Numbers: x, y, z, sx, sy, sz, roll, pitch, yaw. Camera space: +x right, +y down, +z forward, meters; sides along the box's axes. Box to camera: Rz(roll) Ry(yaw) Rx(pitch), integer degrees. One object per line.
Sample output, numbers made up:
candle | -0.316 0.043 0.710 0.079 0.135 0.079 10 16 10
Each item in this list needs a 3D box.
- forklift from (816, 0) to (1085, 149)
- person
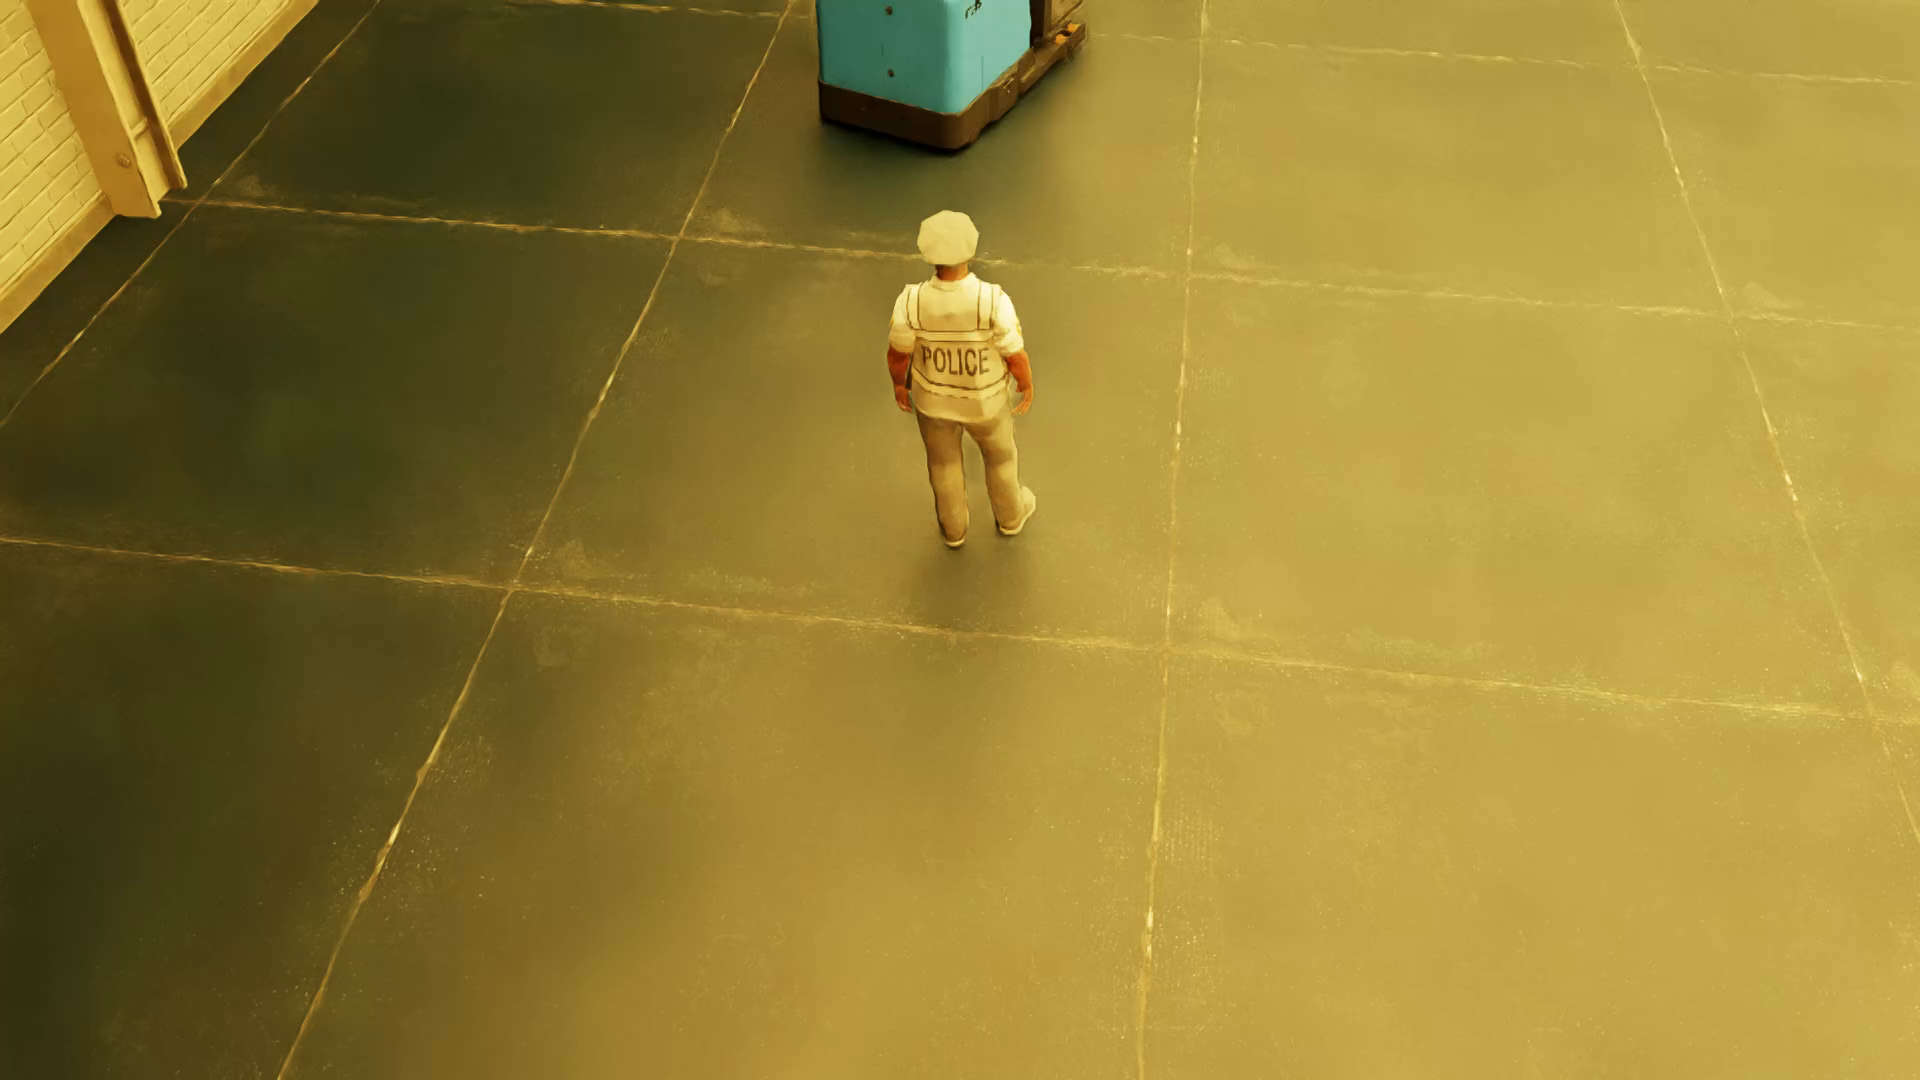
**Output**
forklift | 0.219 -4.532 10.657 1.130 2.935 3.031 19 46 20
person | 0.022 -0.713 7.338 0.640 1.781 0.574 5 43 6
